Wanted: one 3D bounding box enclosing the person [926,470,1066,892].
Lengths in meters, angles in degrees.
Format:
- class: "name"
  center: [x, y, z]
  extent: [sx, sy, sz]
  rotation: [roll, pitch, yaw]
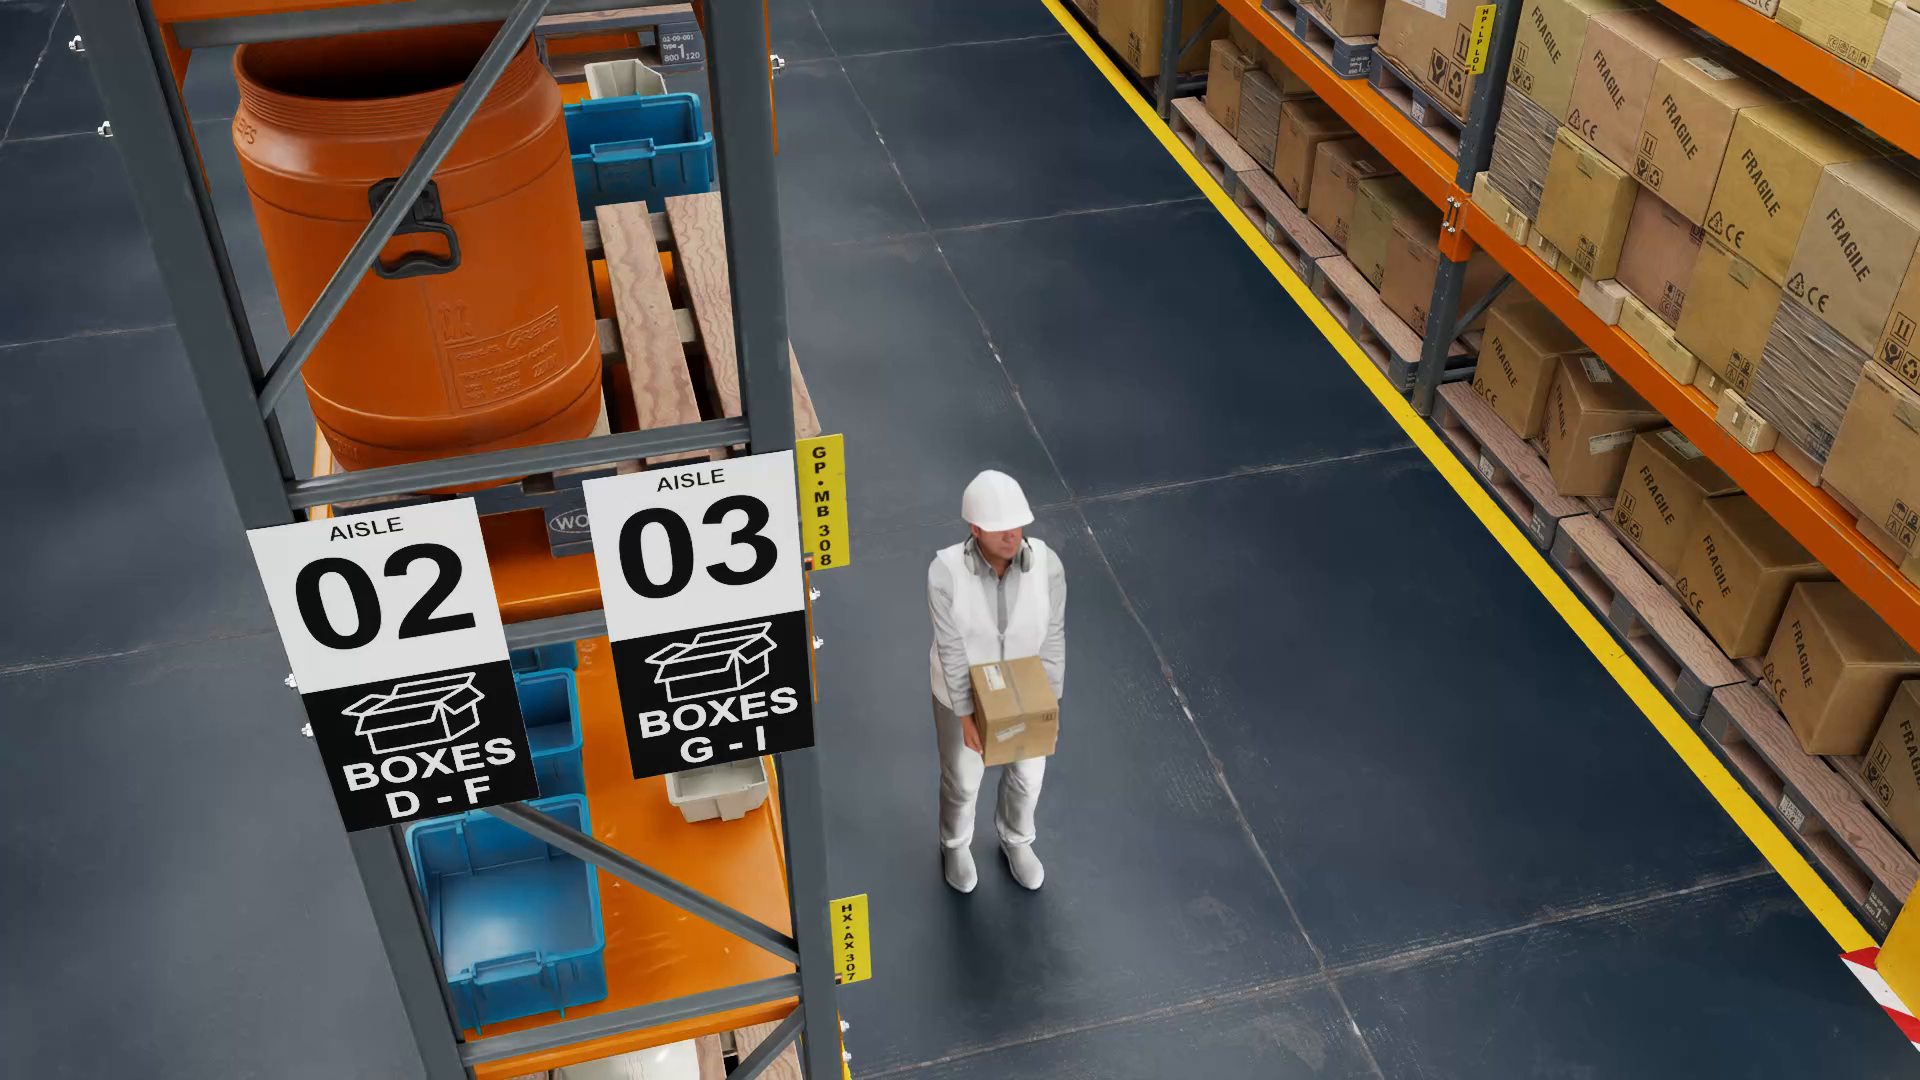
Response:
- class: "person"
  center: [0.153, 0.584, 5.952]
  extent: [0.494, 1.762, 0.559]
  rotation: [-9, 39, -11]
